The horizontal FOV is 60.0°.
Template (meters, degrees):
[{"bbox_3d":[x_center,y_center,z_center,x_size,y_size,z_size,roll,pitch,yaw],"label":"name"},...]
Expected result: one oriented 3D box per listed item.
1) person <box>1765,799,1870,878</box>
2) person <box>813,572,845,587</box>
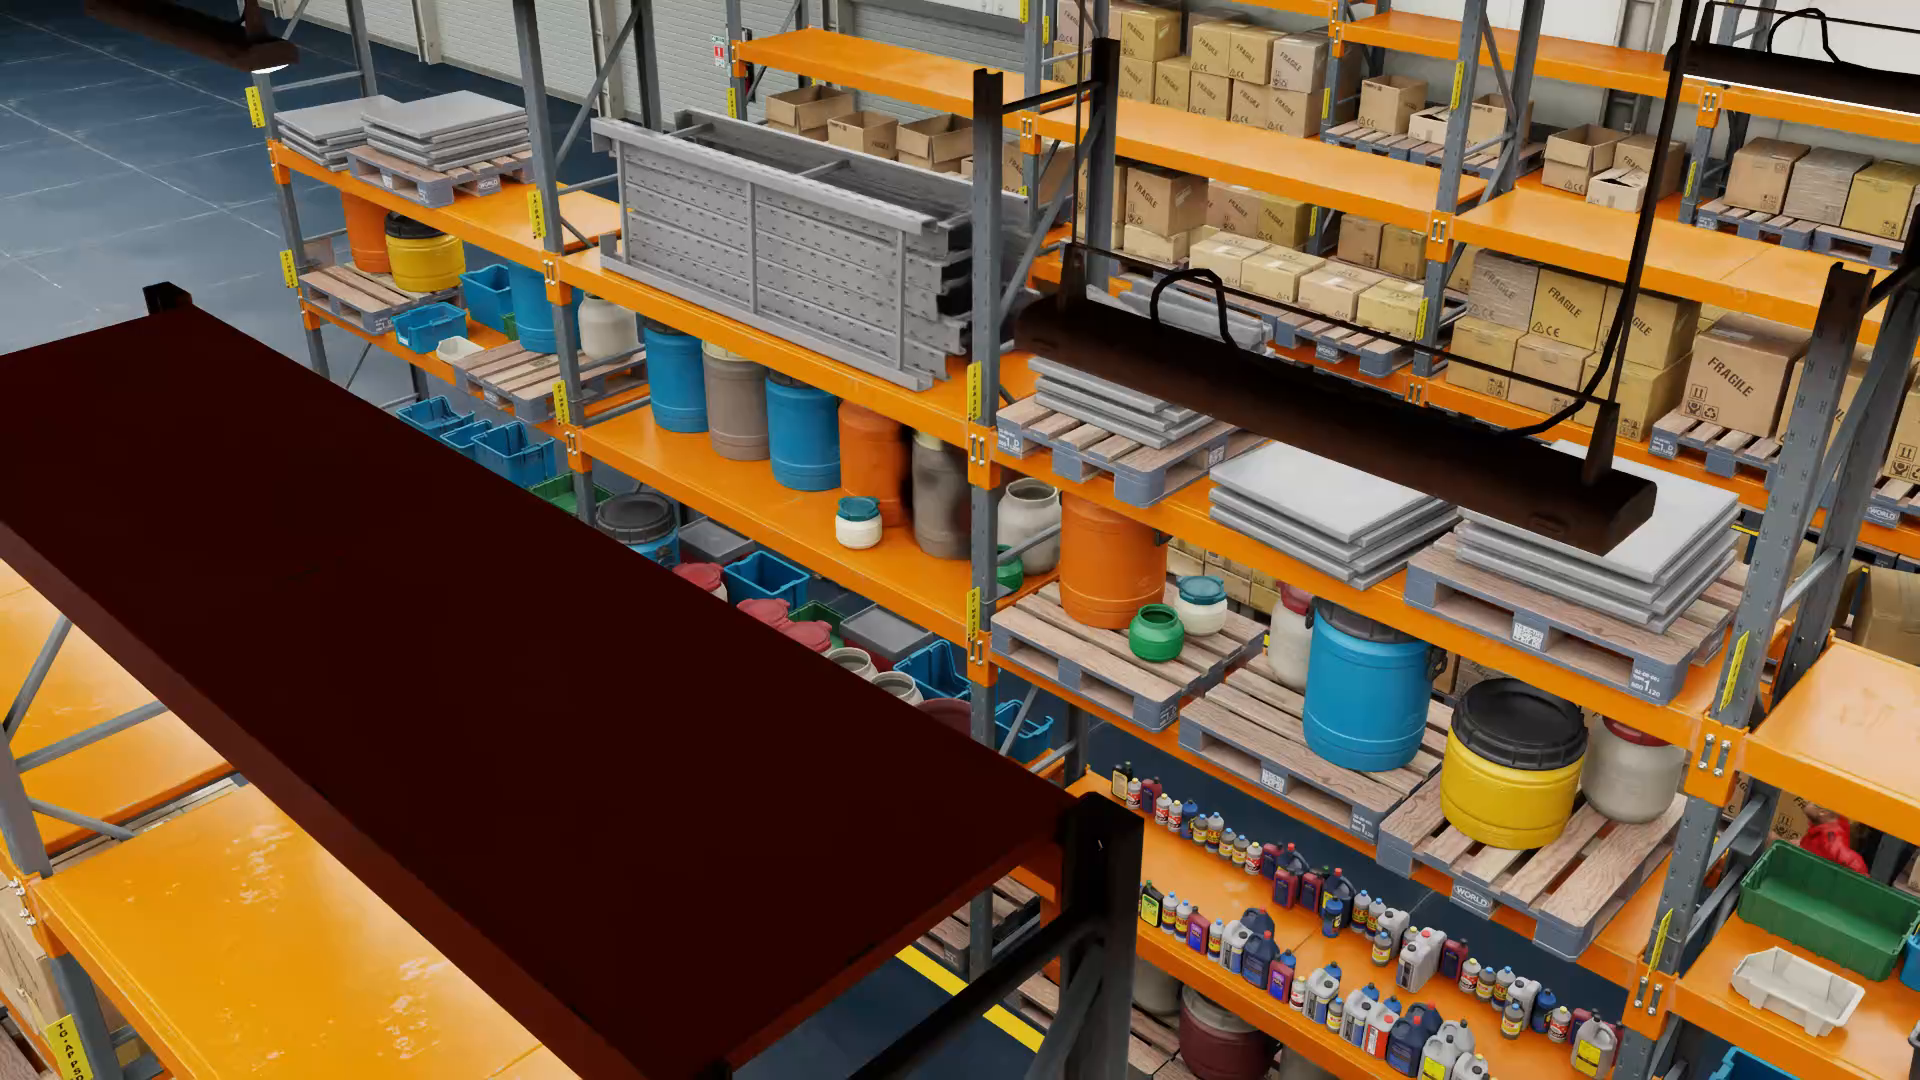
[{"bbox_3d":[5.418,2.303,10.442,0.977,1.690,0.612,19,34,30],"label":"person"},{"bbox_3d":[-1.125,-0.413,15.260,0.651,1.692,0.684,8,30,14],"label":"person"}]
